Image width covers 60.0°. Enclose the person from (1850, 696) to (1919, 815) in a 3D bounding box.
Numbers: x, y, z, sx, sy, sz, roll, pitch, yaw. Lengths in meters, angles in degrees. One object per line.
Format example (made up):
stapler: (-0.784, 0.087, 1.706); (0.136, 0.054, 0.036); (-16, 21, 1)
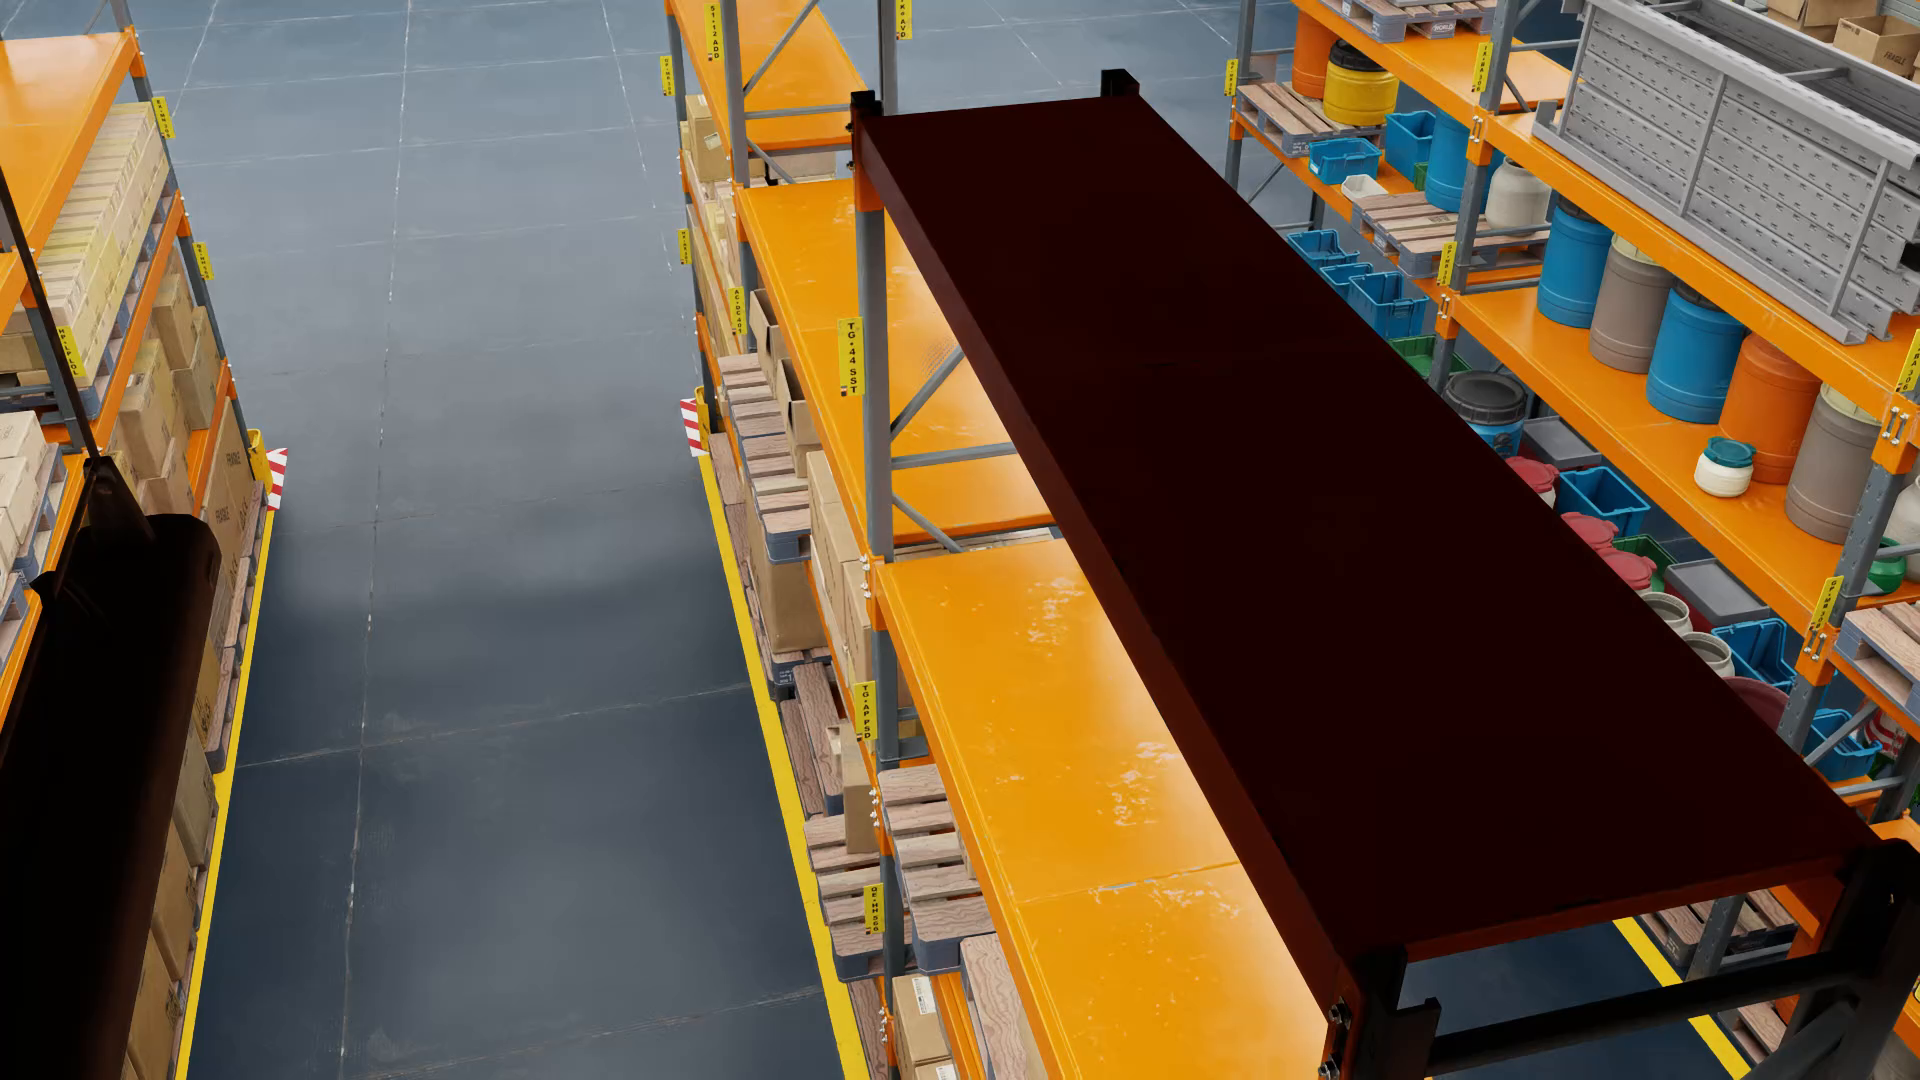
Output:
person: (5.912, 1.338, 10.541); (0.401, 1.791, 0.605); (-29, 44, -35)
